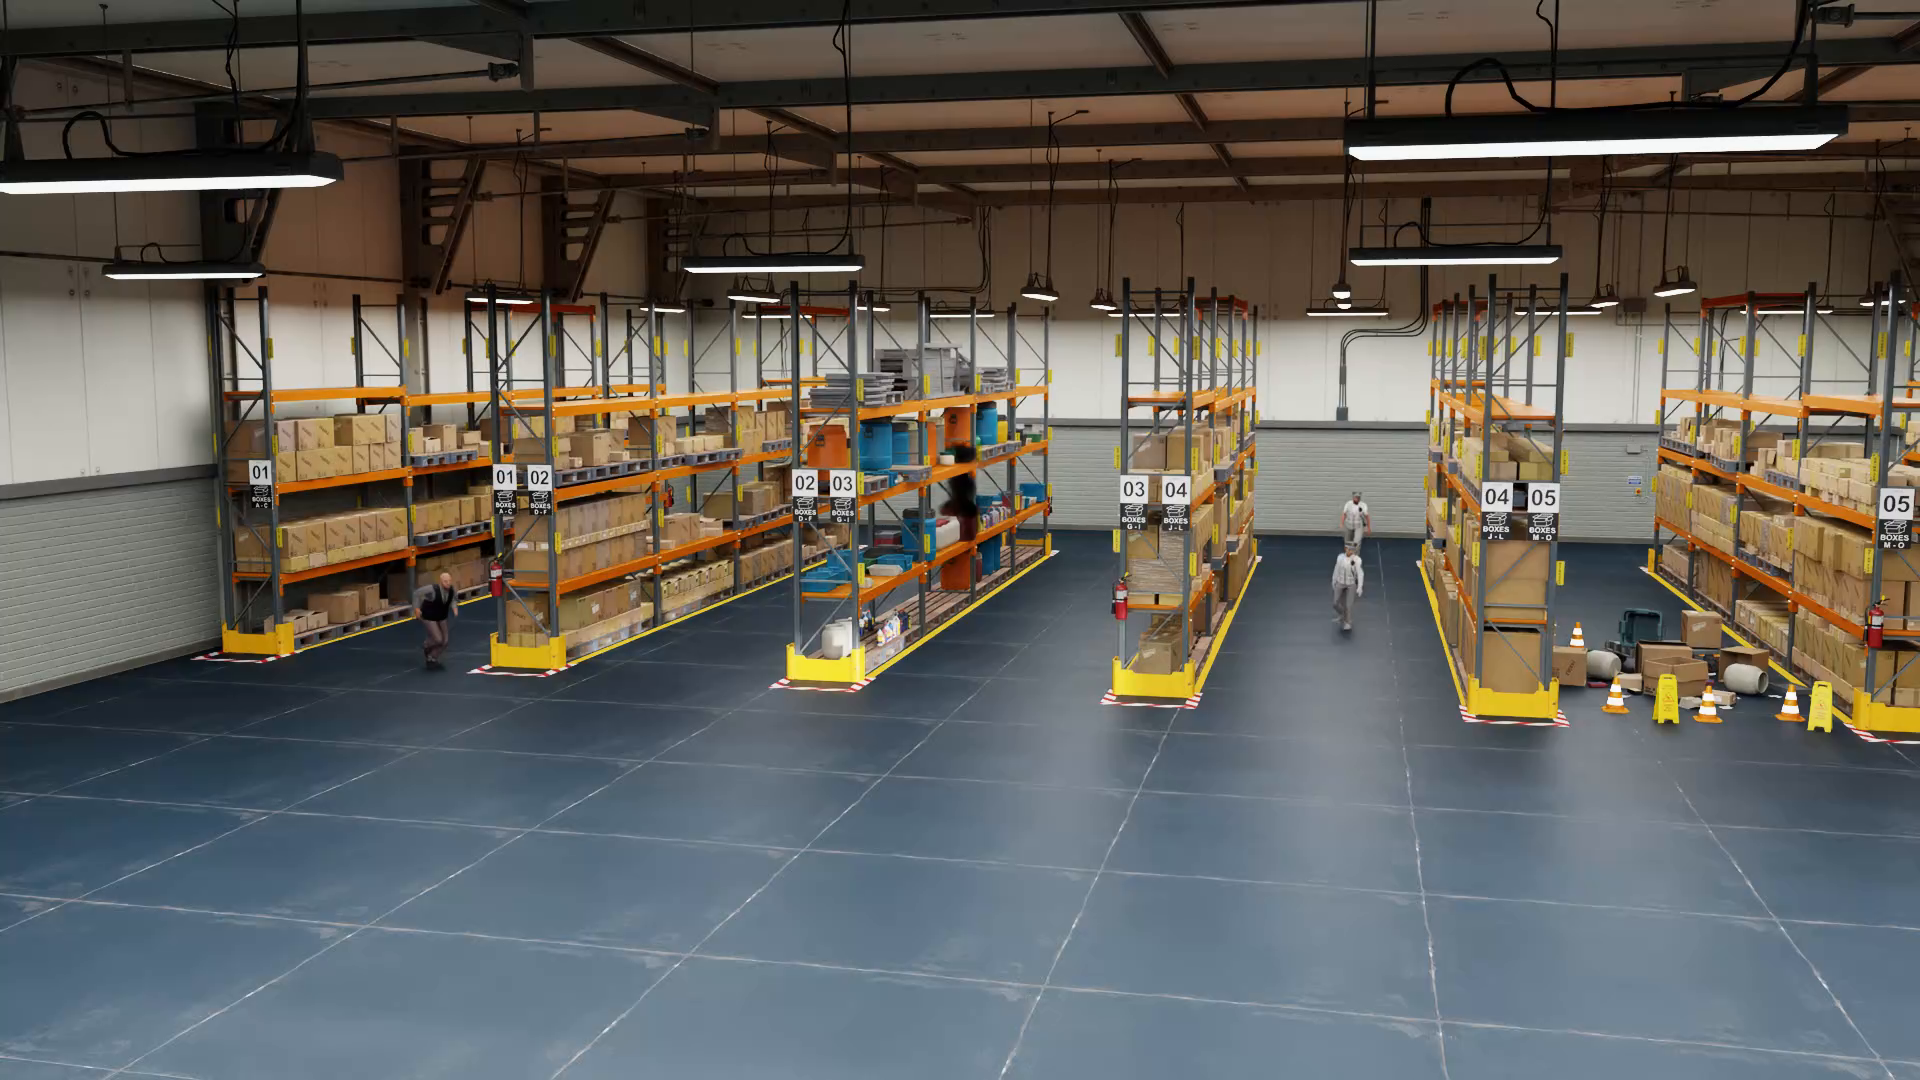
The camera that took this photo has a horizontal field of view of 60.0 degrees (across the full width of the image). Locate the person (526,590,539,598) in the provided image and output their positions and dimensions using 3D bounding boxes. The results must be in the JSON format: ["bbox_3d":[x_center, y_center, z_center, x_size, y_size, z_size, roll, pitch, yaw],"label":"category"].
[{"bbox_3d":[-8.266,0.586,32.059,0.537,1.494,0.726,-1,7,-10],"label":"person"}]

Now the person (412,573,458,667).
[{"bbox_3d":[-8.193,1.261,26.011,0.804,1.540,0.685,6,9,42],"label":"person"}]

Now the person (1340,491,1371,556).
[{"bbox_3d":[9.347,-0.330,39.157,0.733,1.699,0.794,3,7,23],"label":"person"}]

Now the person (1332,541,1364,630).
[{"bbox_3d":[6.904,0.800,29.644,0.639,1.619,0.577,4,8,30],"label":"person"}]
